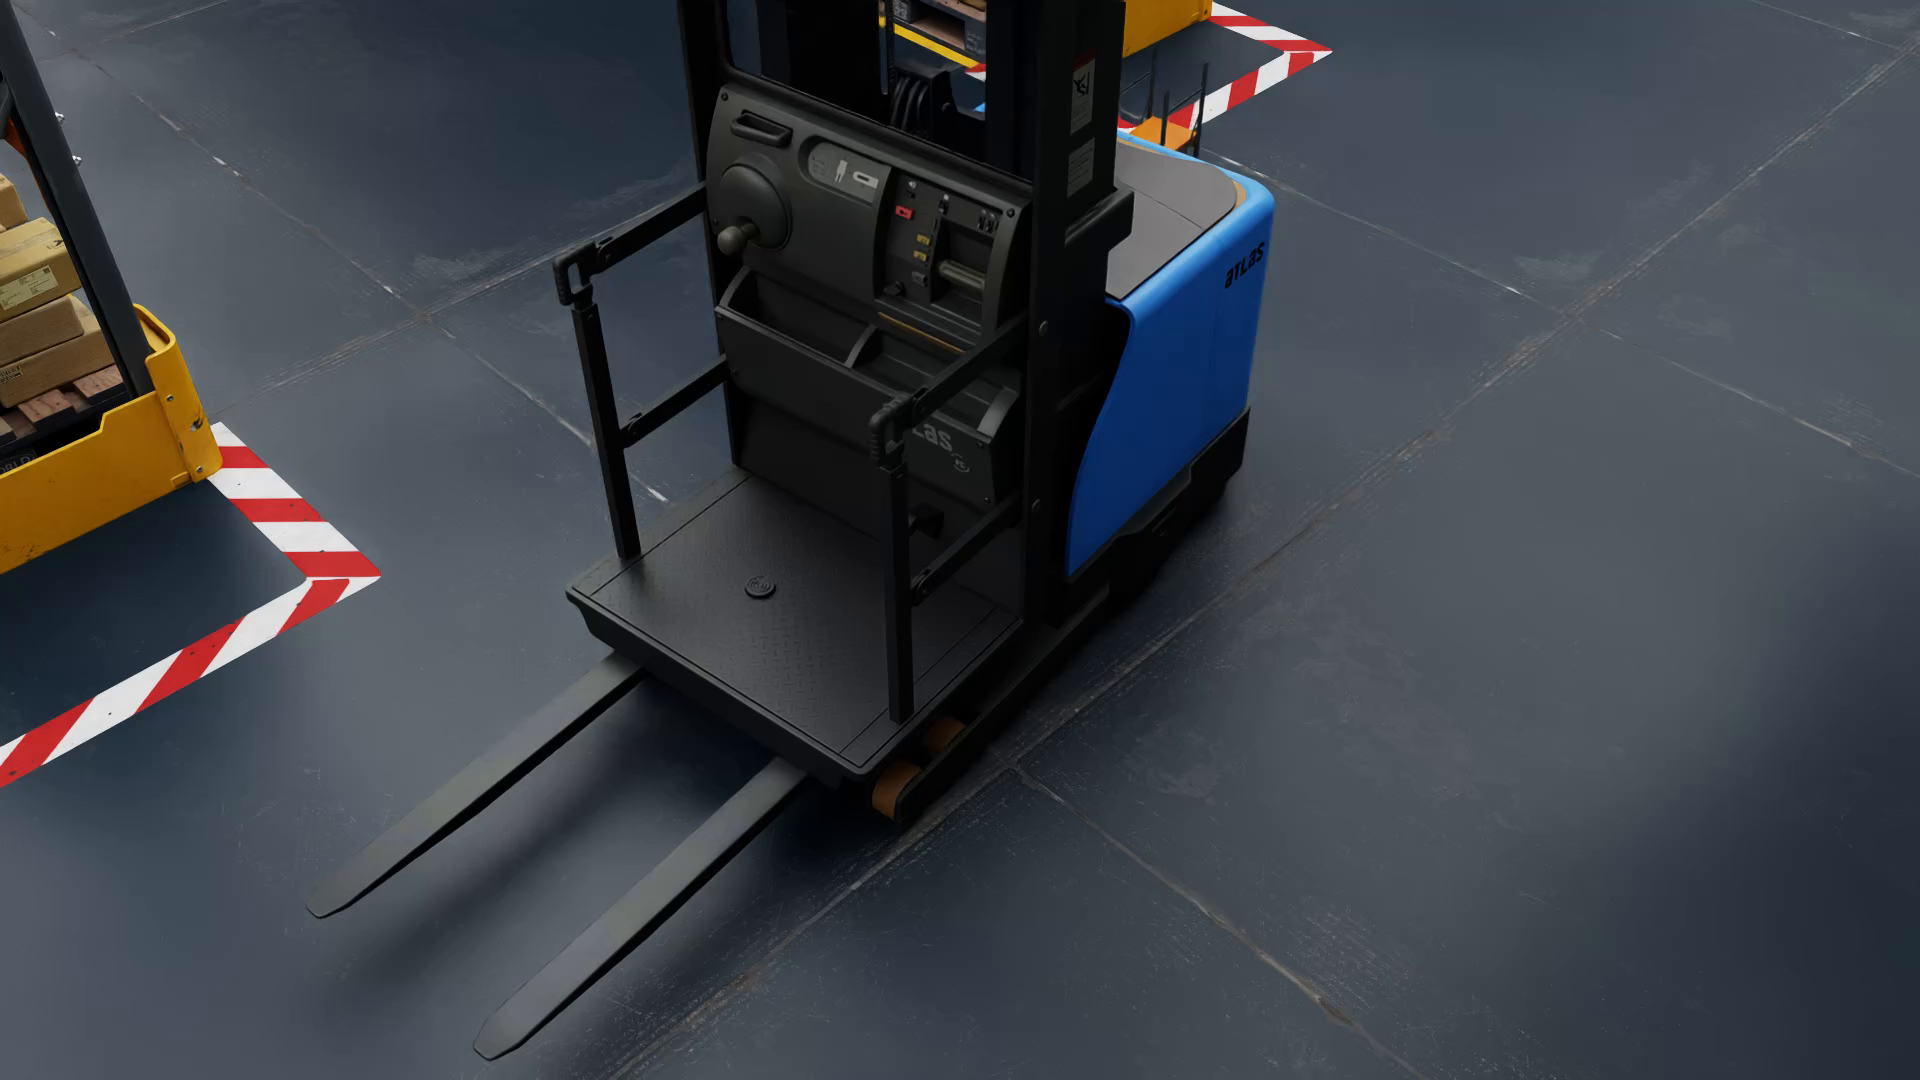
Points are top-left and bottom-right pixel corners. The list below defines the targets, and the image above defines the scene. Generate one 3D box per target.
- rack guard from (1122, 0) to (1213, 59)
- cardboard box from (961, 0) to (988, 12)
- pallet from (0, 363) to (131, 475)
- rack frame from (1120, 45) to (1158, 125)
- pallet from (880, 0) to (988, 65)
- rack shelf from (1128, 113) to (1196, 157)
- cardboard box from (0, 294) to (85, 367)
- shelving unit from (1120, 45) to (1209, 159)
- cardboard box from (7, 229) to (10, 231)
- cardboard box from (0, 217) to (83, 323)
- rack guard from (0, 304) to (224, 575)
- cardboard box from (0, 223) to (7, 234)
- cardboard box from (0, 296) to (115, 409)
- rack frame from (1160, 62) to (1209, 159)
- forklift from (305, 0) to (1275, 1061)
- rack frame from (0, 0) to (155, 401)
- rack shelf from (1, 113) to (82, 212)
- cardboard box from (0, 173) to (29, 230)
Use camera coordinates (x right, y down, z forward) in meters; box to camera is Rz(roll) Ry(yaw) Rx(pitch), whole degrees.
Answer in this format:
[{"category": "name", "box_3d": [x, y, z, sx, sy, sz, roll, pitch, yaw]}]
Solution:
[{"category": "rack guard", "box_3d": [0.699, -2.512, 7.600, 1.175, 0.500, 0.348, -34, 53, -31]}, {"category": "cardboard box", "box_3d": [0.174, -3.085, 7.634, 0.875, 0.875, 0.875, -34, 53, -31]}, {"category": "pallet", "box_3d": [-3.503, -0.533, 5.671, 1.003, 0.211, 1.213, -34, 53, -31]}, {"category": "rack frame", "box_3d": [0.535, -1.024, 5.474, 0.006, 1.200, 0.240, 28, 49, 27]}, {"category": "pallet", "box_3d": [0.062, -2.764, 8.086, 1.003, 0.211, 1.213, -34, 53, -31]}, {"category": "rack shelf", "box_3d": [0.608, -1.218, 5.219, 0.180, 0.103, 0.258, 28, 49, 27]}, {"category": "cardboard box", "box_3d": [-3.089, -0.704, 5.374, 0.380, 0.149, 0.250, -32, 51, -30]}, {"category": "shelving unit", "box_3d": [0.608, -0.986, 5.432, 0.189, 1.200, 0.258, 28, 49, 27]}, {"category": "cardboard box", "box_3d": [-3.582, -1.113, 5.817, 0.380, 0.149, 0.250, -32, 52, -30]}, {"category": "cardboard box", "box_3d": [-3.030, -0.853, 5.316, 0.250, 0.149, 0.380, 32, 51, 30]}, {"category": "rack guard", "box_3d": [-2.954, -0.232, 5.132, 1.175, 0.500, 0.348, -34, 53, -31]}, {"category": "cardboard box", "box_3d": [-3.310, -0.928, 5.397, 0.380, 0.149, 0.250, -33, 52, -31]}, {"category": "cardboard box", "box_3d": [-3.044, -0.626, 5.508, 0.380, 0.149, 0.250, -33, 52, -31]}, {"category": "rack frame", "box_3d": [0.680, -0.948, 5.391, 0.006, 1.200, 0.240, 28, 49, 27]}, {"category": "forklift", "box_3d": [-0.377, -0.711, 3.860, 1.130, 2.935, 3.031, 28, 49, 27]}, {"category": "rack frame", "box_3d": [-2.901, -1.113, 4.244, 1.000, 3.000, 0.127, -34, 53, -31]}, {"category": "rack shelf", "box_3d": [-4.313, -1.810, 5.529, 1.077, 0.370, 4.000, -34, 53, -31]}, {"category": "cardboard box", "box_3d": [-3.397, -1.111, 5.595, 0.250, 0.149, 0.380, 34, 53, 31]}]
